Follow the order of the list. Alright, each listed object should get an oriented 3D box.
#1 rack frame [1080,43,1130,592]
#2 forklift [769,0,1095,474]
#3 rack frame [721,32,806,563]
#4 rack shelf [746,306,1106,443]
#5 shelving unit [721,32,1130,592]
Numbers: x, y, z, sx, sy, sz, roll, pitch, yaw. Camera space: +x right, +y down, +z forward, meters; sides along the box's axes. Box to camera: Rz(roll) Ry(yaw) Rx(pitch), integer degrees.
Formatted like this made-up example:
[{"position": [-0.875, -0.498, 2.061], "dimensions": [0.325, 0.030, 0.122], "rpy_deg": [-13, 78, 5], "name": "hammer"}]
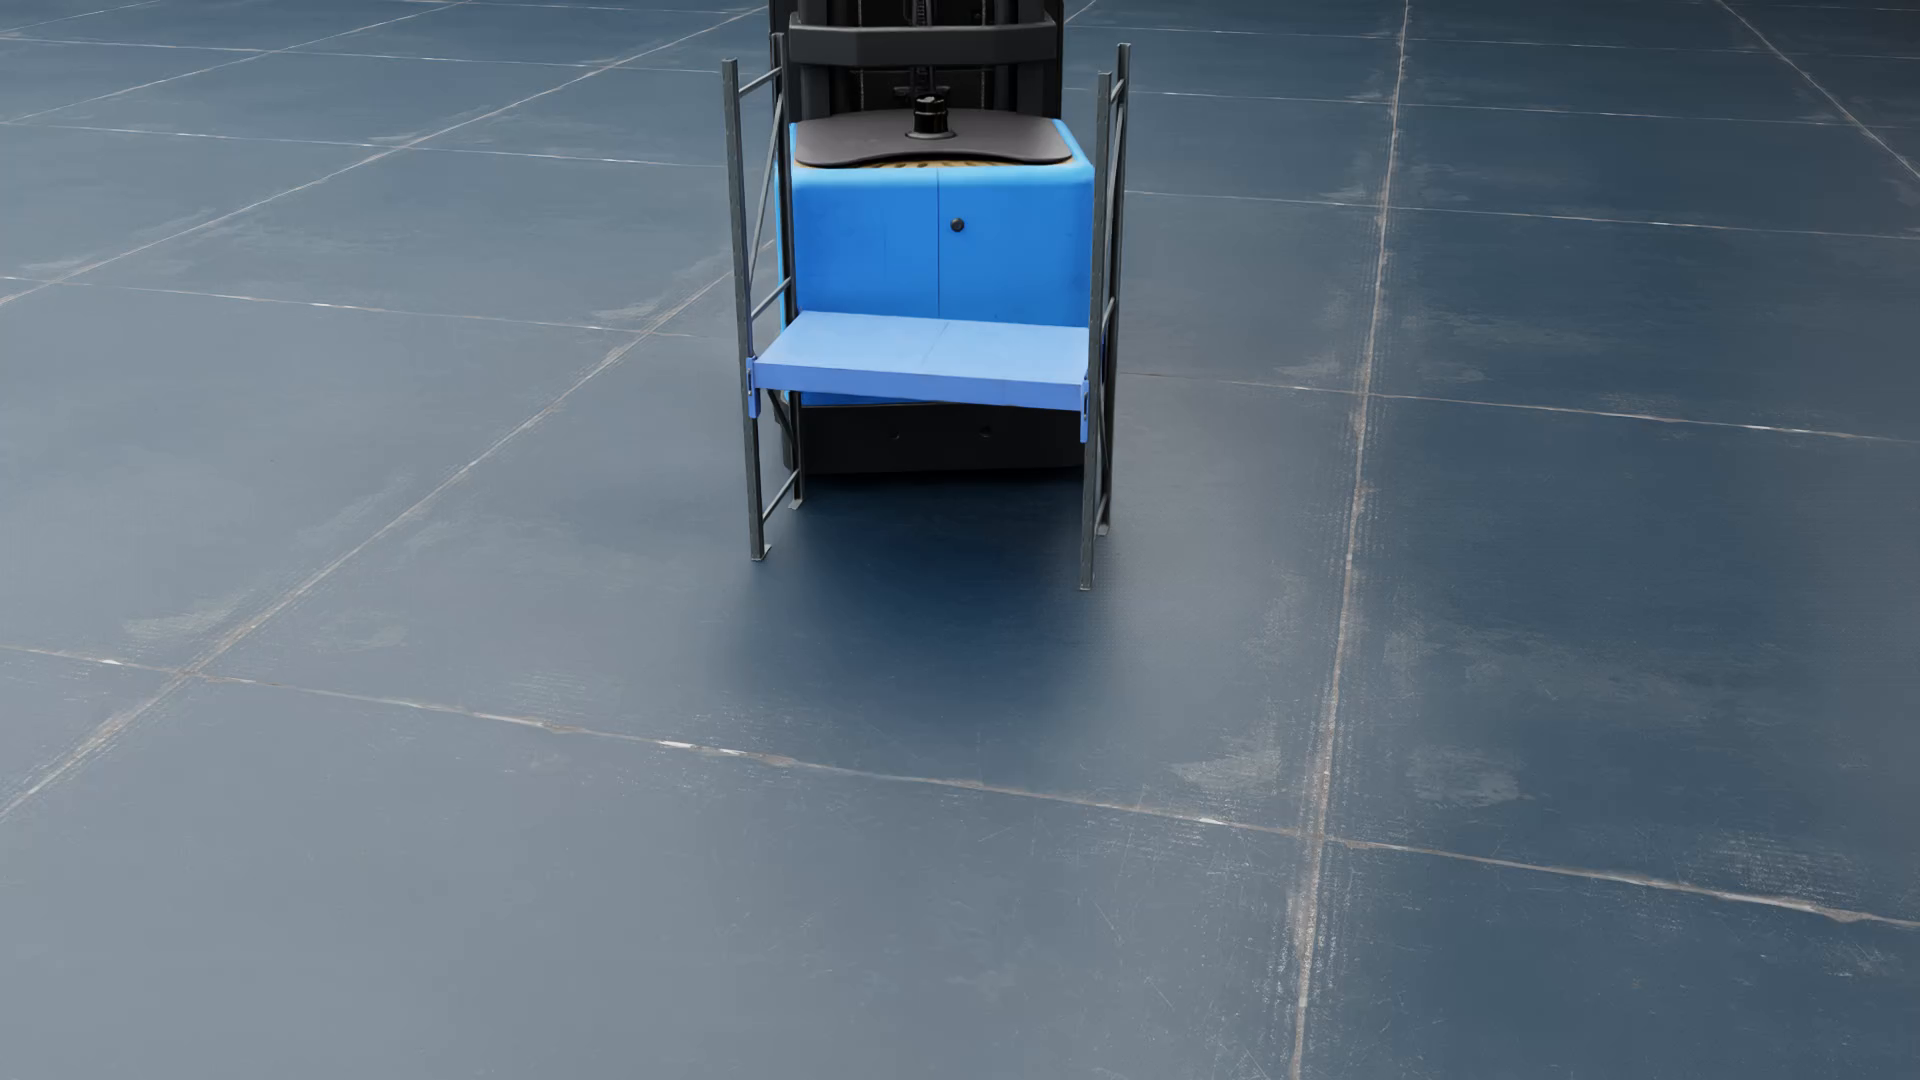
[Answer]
[{"position": [0.419, -0.628, 4.825], "dimensions": [0.032, 1.500, 0.500], "rpy_deg": [5, 26, 10], "name": "rack frame"}, {"position": [-0.179, -2.139, 6.333], "dimensions": [1.130, 2.935, 3.031], "rpy_deg": [-2, 26, -4], "name": "forklift"}, {"position": [-0.578, -0.714, 5.005], "dimensions": [0.032, 1.500, 0.500], "rpy_deg": [5, 26, 10], "name": "rack frame"}, {"position": [-0.079, -0.509, 4.992], "dimensions": [1.000, 0.185, 0.538], "rpy_deg": [5, 26, 10], "name": "rack shelf"}, {"position": [-0.079, -0.671, 4.915], "dimensions": [1.048, 1.500, 0.538], "rpy_deg": [5, 26, 10], "name": "shelving unit"}]
